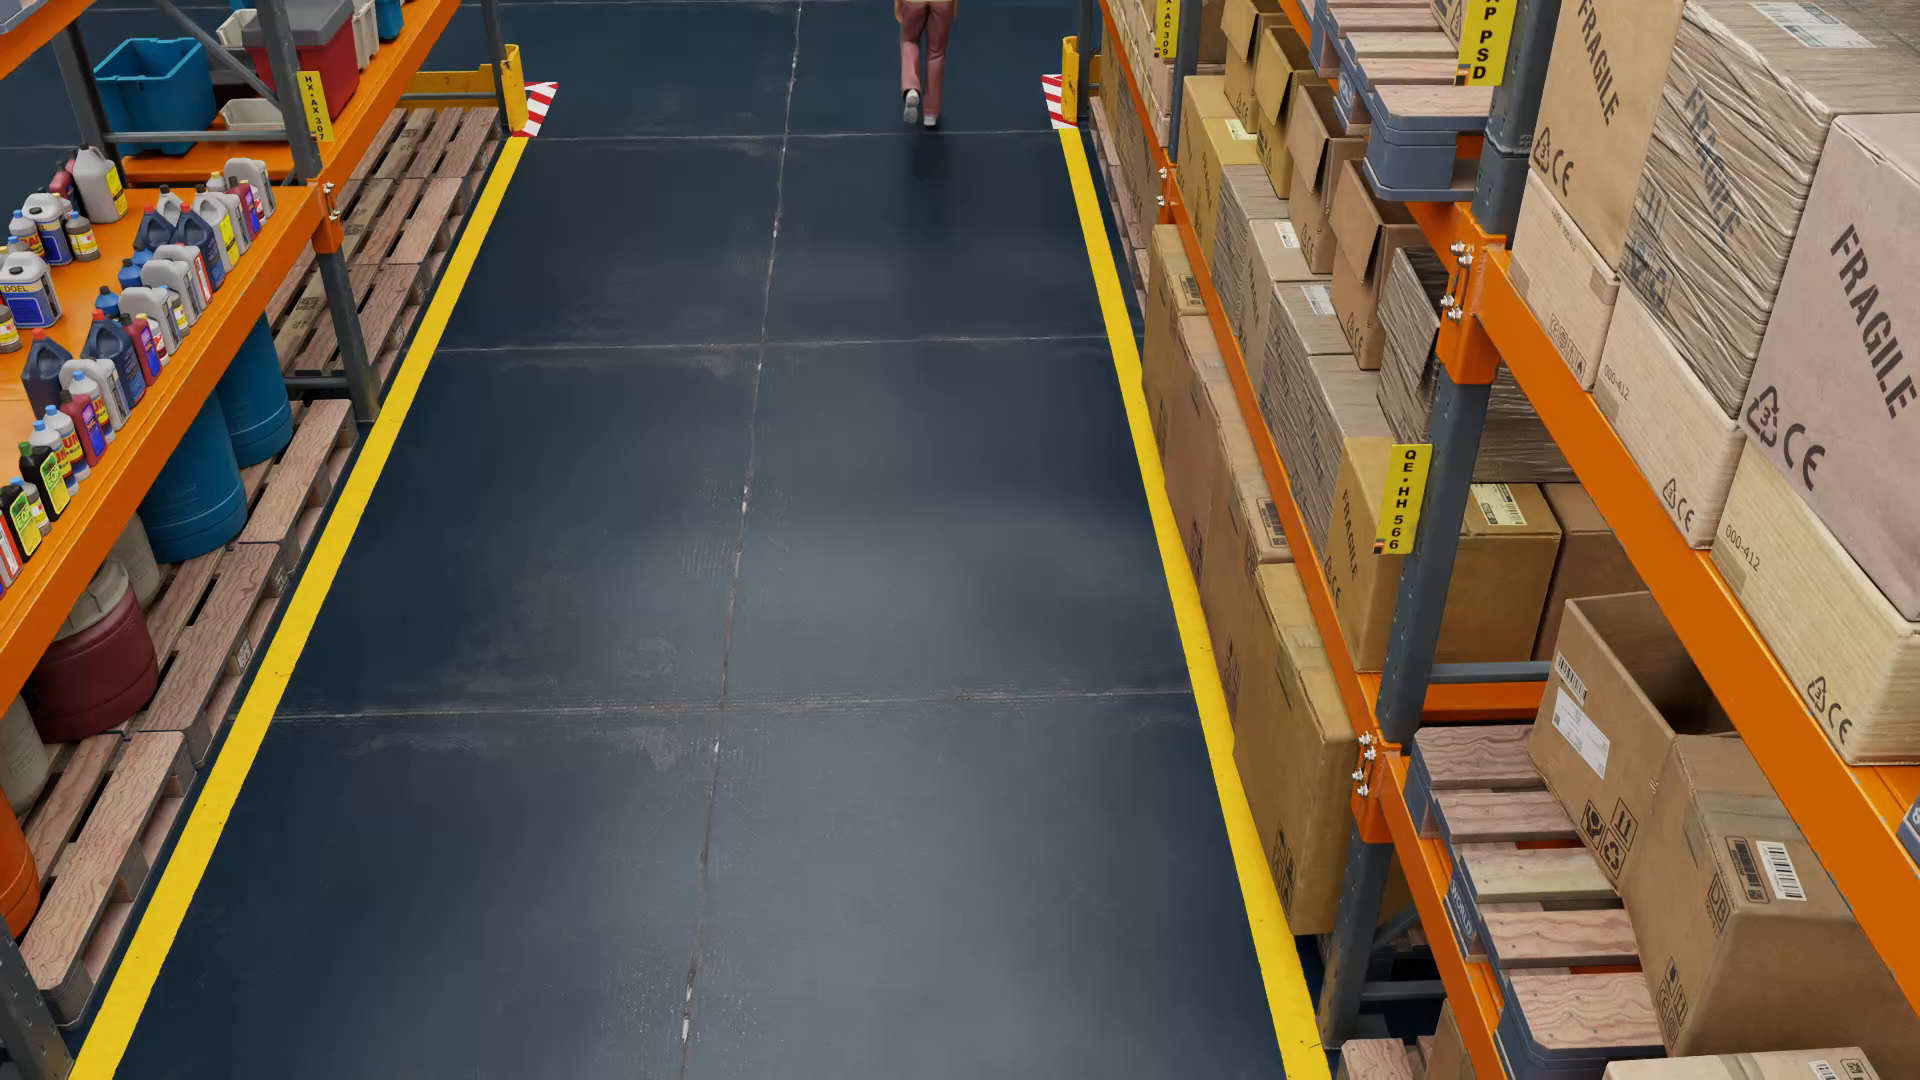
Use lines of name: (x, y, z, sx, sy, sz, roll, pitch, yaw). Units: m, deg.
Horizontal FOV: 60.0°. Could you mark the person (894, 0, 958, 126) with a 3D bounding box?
person: (-0.216, -3.609, 11.195, 0.462, 1.663, 0.501, 2, 35, 3)
